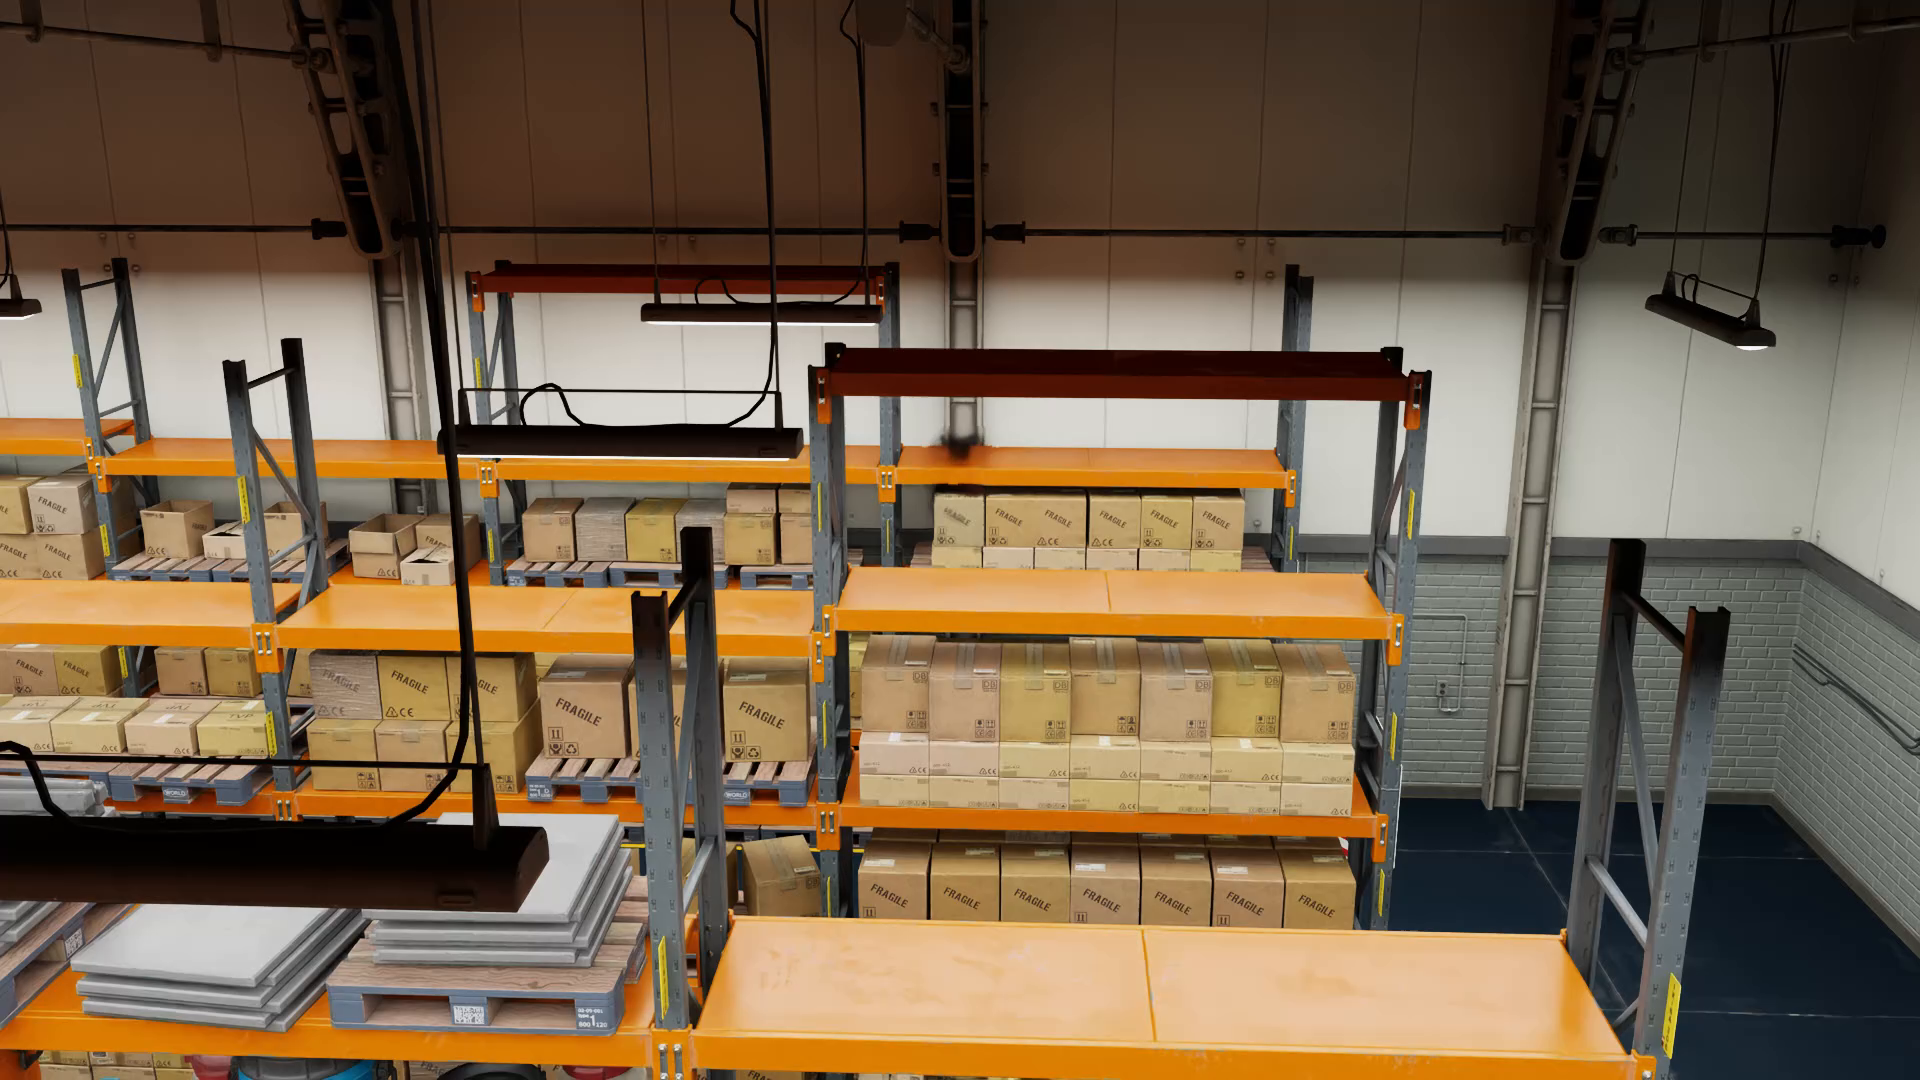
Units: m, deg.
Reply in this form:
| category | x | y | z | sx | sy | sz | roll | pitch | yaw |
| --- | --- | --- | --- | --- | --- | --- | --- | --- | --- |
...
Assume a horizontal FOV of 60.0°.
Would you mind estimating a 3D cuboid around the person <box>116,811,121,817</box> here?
| category | x | y | z | sx | sy | sz | roll | pitch | yaw |
| --- | --- | --- | --- | --- | --- | --- | --- | --- | --- |
| person | -8.091 | 2.872 | 15.550 | 0.565 | 1.794 | 0.374 | -3 | 16 | -9 |
